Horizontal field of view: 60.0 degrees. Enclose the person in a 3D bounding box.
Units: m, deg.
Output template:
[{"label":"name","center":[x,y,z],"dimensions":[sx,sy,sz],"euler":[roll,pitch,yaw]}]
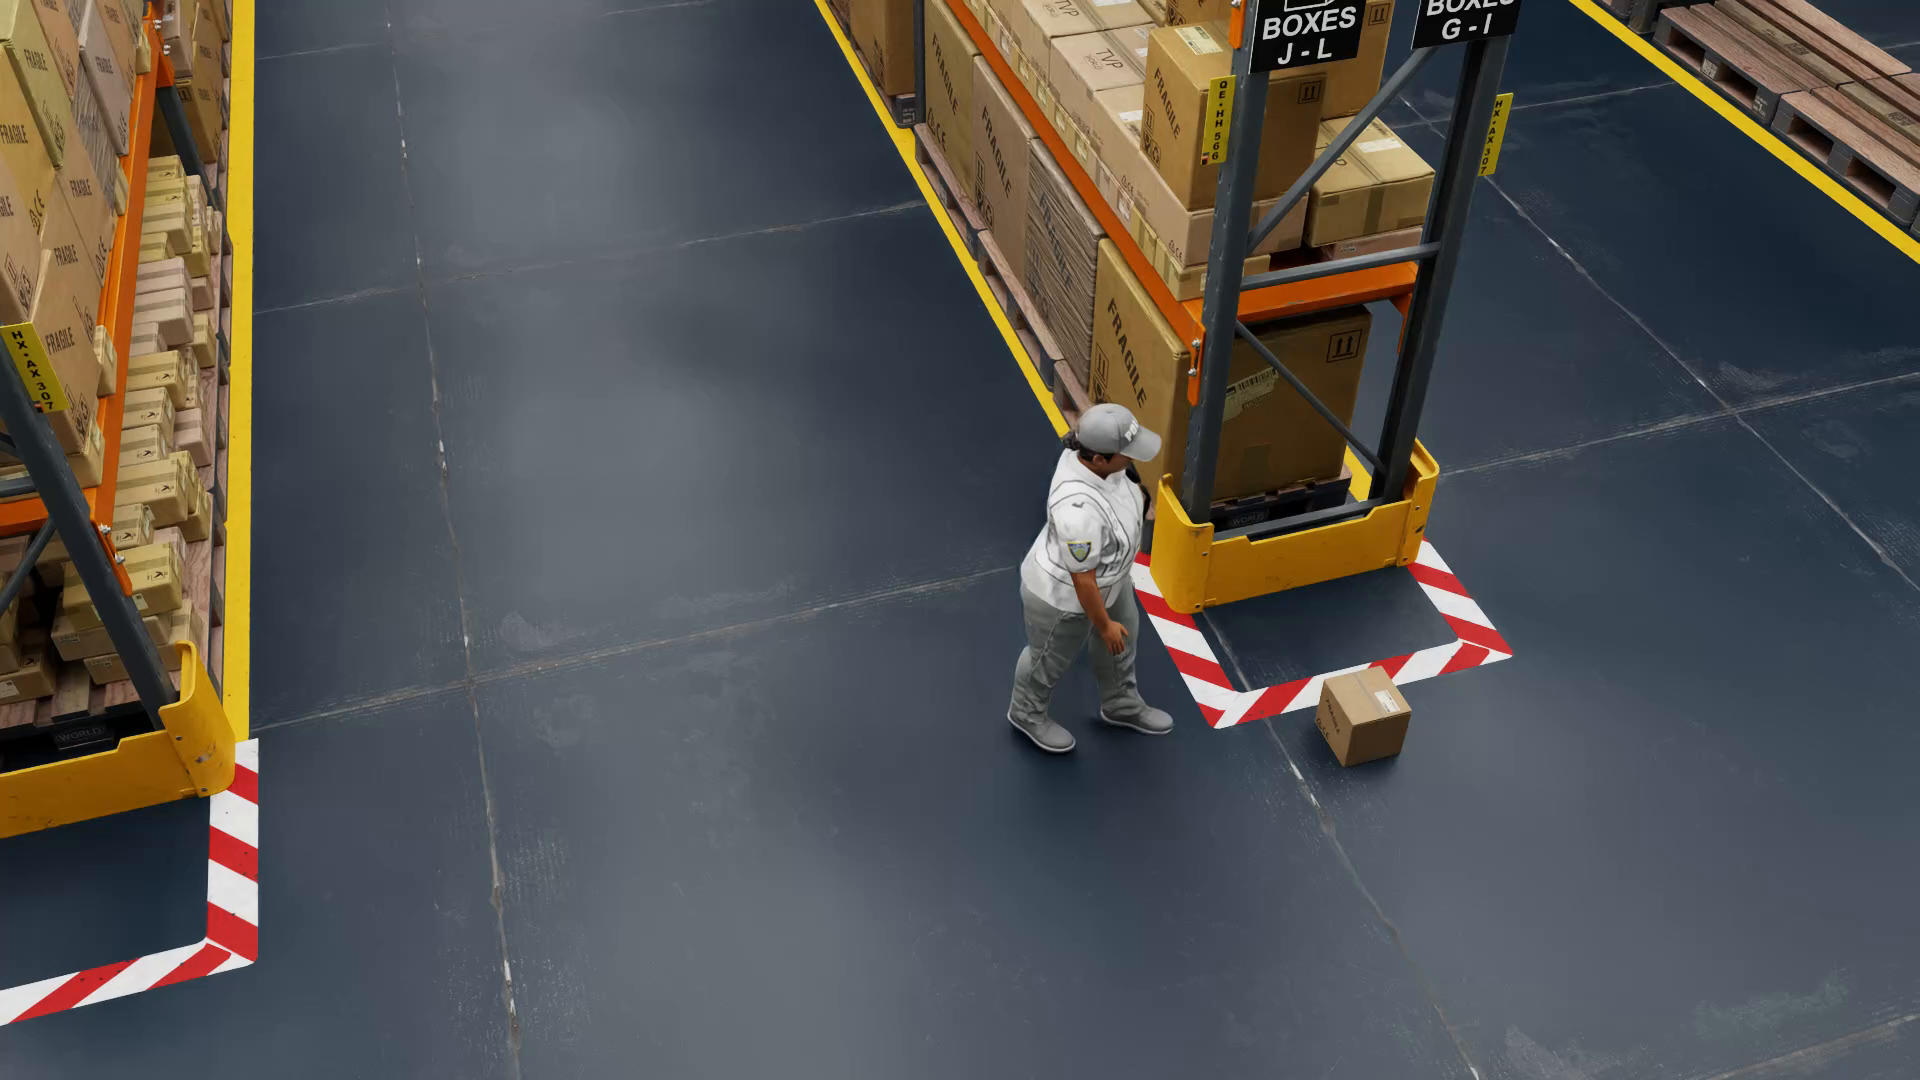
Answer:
[{"label":"person","center":[0.484,0.171,5.967],"dimensions":[0.611,1.679,0.502],"euler":[17,45,17]}]
